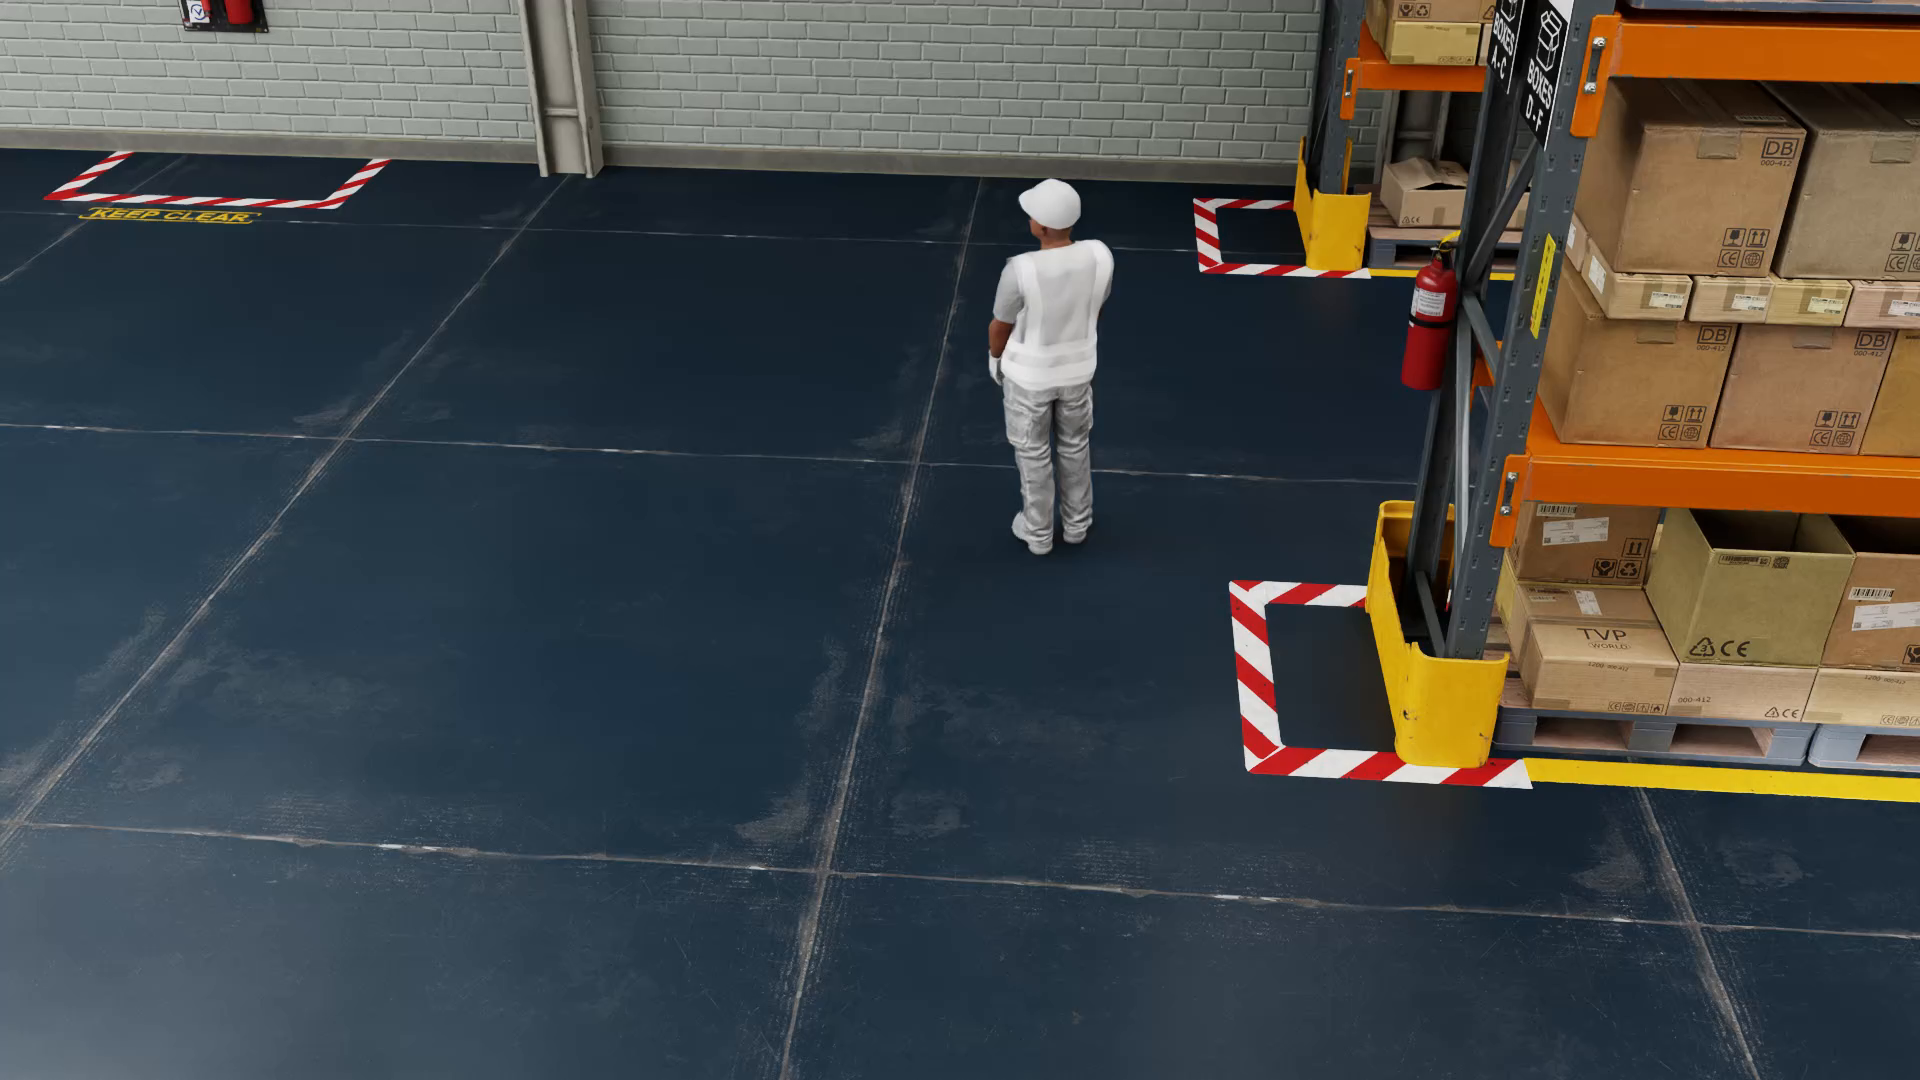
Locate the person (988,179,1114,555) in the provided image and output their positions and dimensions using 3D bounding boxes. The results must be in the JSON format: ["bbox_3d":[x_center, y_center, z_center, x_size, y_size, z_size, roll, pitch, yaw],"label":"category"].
[{"bbox_3d":[0.387,-0.762,7.329,0.586,1.791,0.464,-12,34,-18],"label":"person"}]
